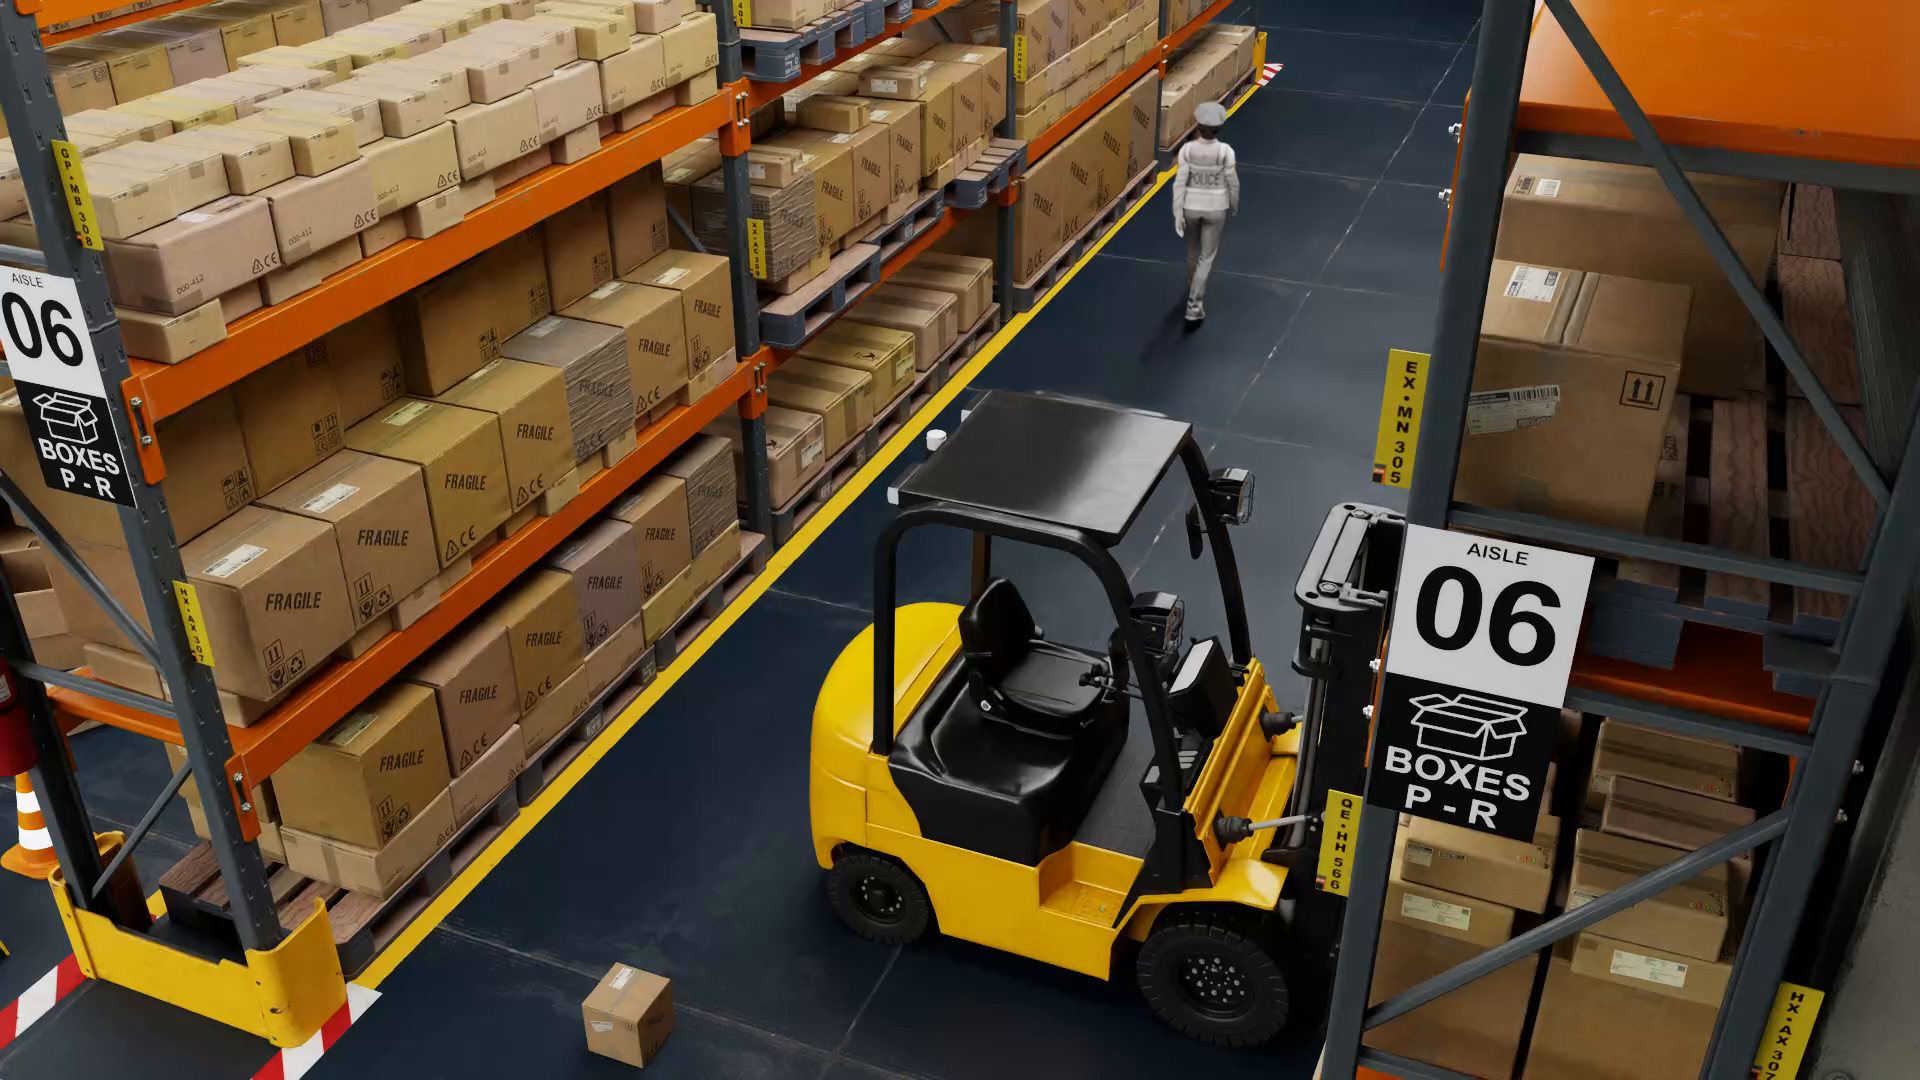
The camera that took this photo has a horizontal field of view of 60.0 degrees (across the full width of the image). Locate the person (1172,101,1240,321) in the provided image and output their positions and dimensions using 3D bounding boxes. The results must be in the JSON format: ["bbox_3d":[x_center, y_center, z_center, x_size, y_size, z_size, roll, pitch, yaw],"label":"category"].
[{"bbox_3d":[1.909,-2.579,12.852,0.477,1.636,0.993,12,32,19],"label":"person"}]
